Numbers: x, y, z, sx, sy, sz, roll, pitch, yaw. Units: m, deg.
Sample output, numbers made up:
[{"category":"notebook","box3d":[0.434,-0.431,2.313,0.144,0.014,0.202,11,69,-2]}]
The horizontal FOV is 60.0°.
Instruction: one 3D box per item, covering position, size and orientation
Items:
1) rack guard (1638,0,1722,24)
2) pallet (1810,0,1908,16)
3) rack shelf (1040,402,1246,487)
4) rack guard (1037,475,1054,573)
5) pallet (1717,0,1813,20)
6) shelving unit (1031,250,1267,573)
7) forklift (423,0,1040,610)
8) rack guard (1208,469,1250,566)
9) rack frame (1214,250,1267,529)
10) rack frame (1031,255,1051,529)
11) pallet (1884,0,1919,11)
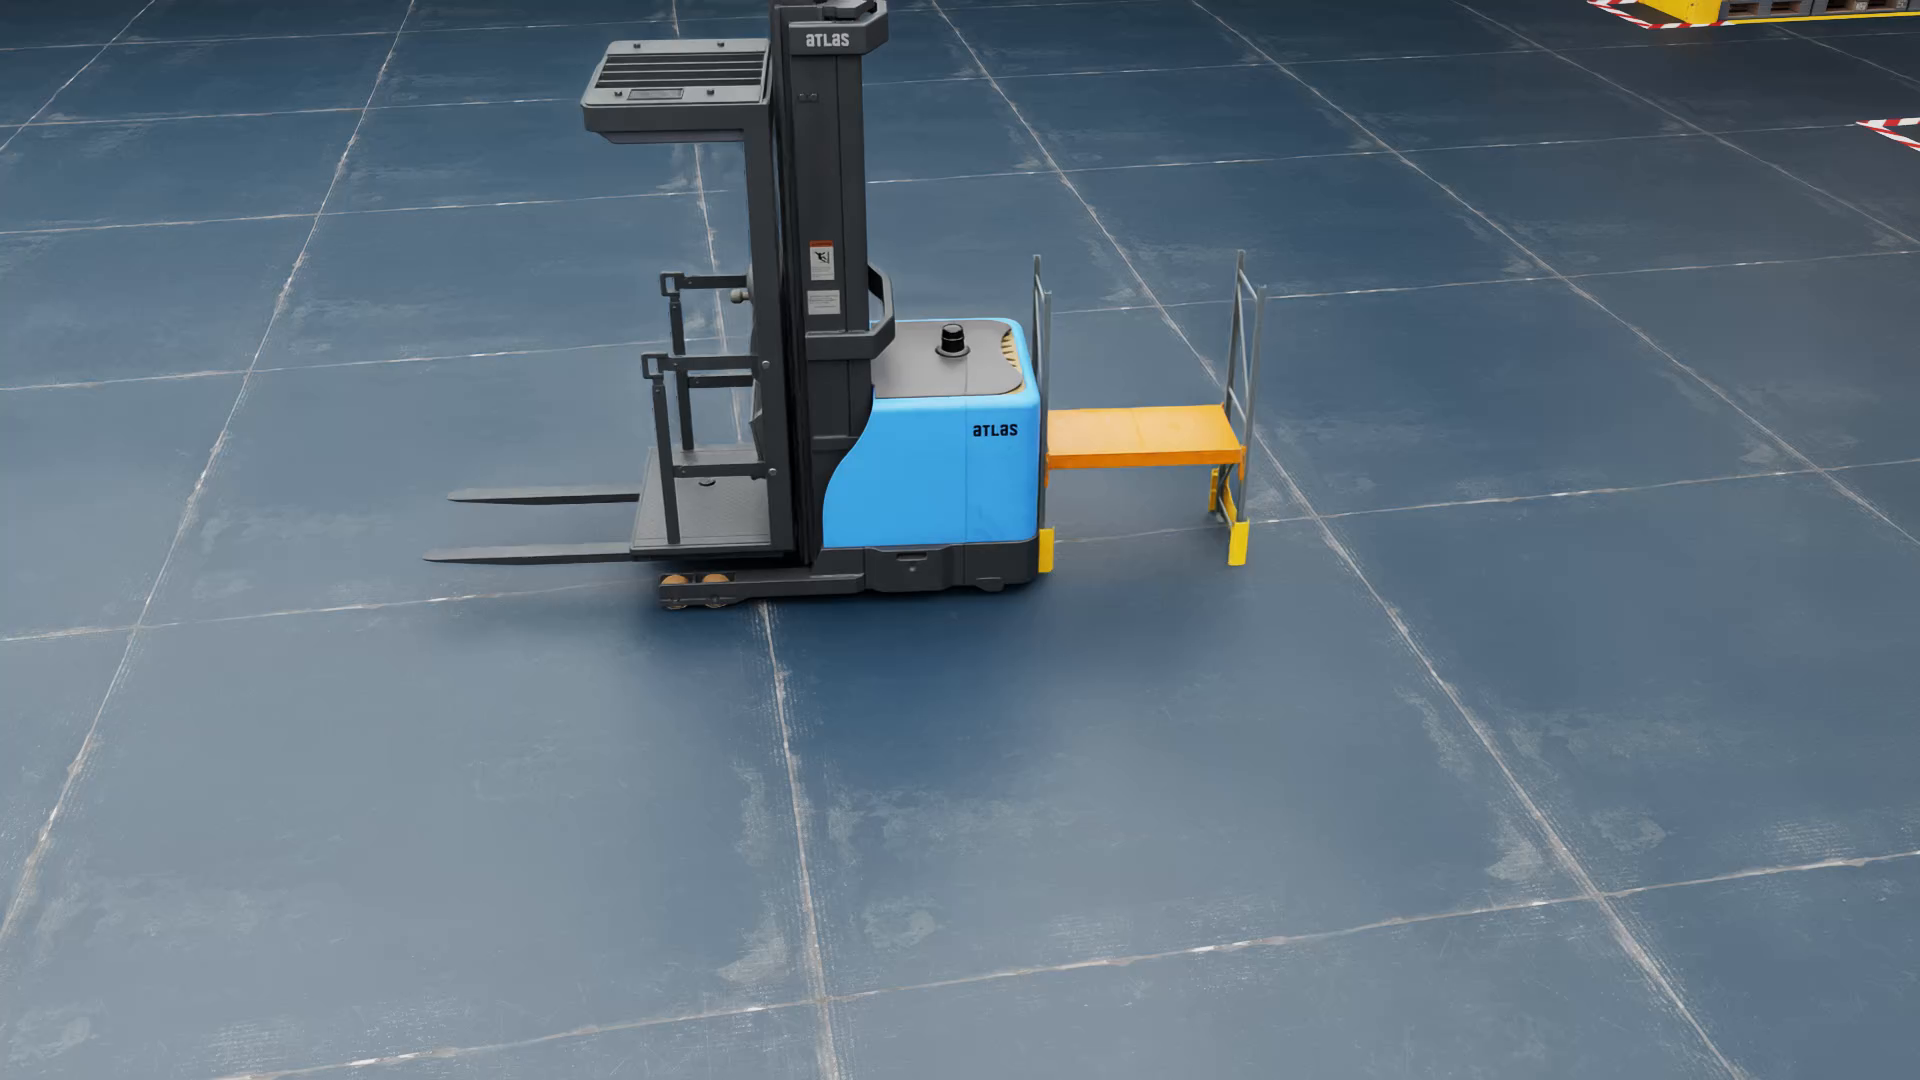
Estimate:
[{"category":"rack guard","box3d":[8.204,-6.264,18.910,0.348,0.500,1.175,-5,31,-9]},{"category":"pallet","box3d":[10.169,-6.343,19.328,1.213,0.211,1.003,-5,31,-9]},{"category":"rack shelf","box3d":[0.901,-0.492,8.461,1.000,0.185,0.538,-2,31,-3]},{"category":"rack guard","box3d":[0.413,-0.091,8.657,0.087,0.250,0.587,-2,31,-3]},{"category":"pallet","box3d":[8.972,-6.233,19.142,1.213,0.211,1.003,-5,31,-9]},{"category":"shelving unit","box3d":[0.910,-0.647,8.371,1.083,1.500,0.587,-2,31,-3]},{"category":"forklift","box3d":[-1.149,-1.200,7.900,3.031,2.935,1.130,-2,31,-3]},{"category":"rack guard","box3d":[1.406,-0.126,8.718,0.087,0.250,0.587,-2,31,-3]},{"category":"rack frame","box3d":[1.408,-0.665,8.401,0.032,1.500,0.500,-2,31,-3]},{"category":"rack frame","box3d":[0.393,-0.629,8.340,0.032,1.500,0.500,-2,31,-3]},{"category":"pallet","box3d":[11.372,-6.456,19.521,1.213,0.211,1.003,-5,31,-9]}]
